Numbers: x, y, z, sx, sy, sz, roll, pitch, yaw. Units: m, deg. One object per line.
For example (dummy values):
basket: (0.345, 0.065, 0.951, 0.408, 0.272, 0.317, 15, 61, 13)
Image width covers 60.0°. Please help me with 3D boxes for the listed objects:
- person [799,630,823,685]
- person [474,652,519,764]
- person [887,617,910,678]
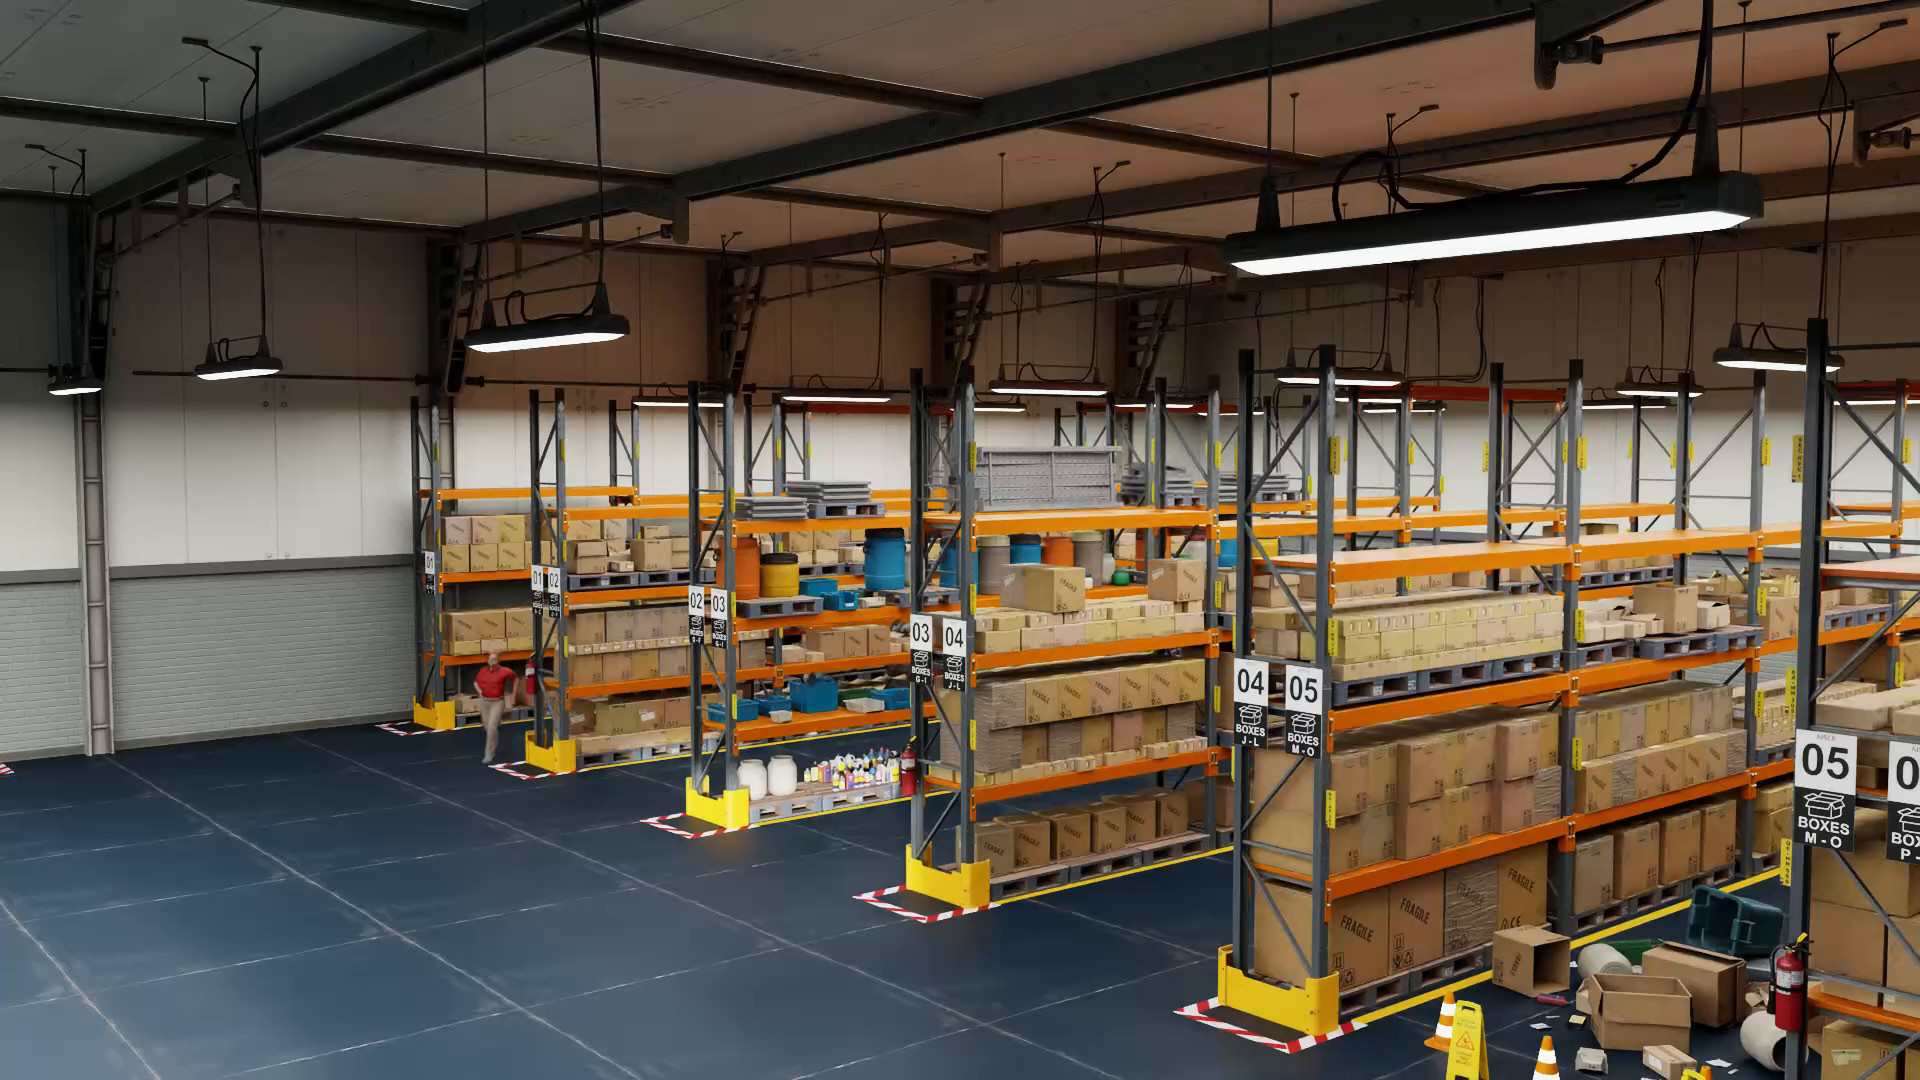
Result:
person: (-2.933, 2.489, 32.694, 0.590, 1.503, 0.818, 2, 4, 29)
person: (-7.583, 2.707, 27.113, 0.698, 1.780, 0.852, 1, 3, 11)
person: (-1.263, 2.299, 34.360, 0.669, 1.684, 0.760, 3, 5, 42)
